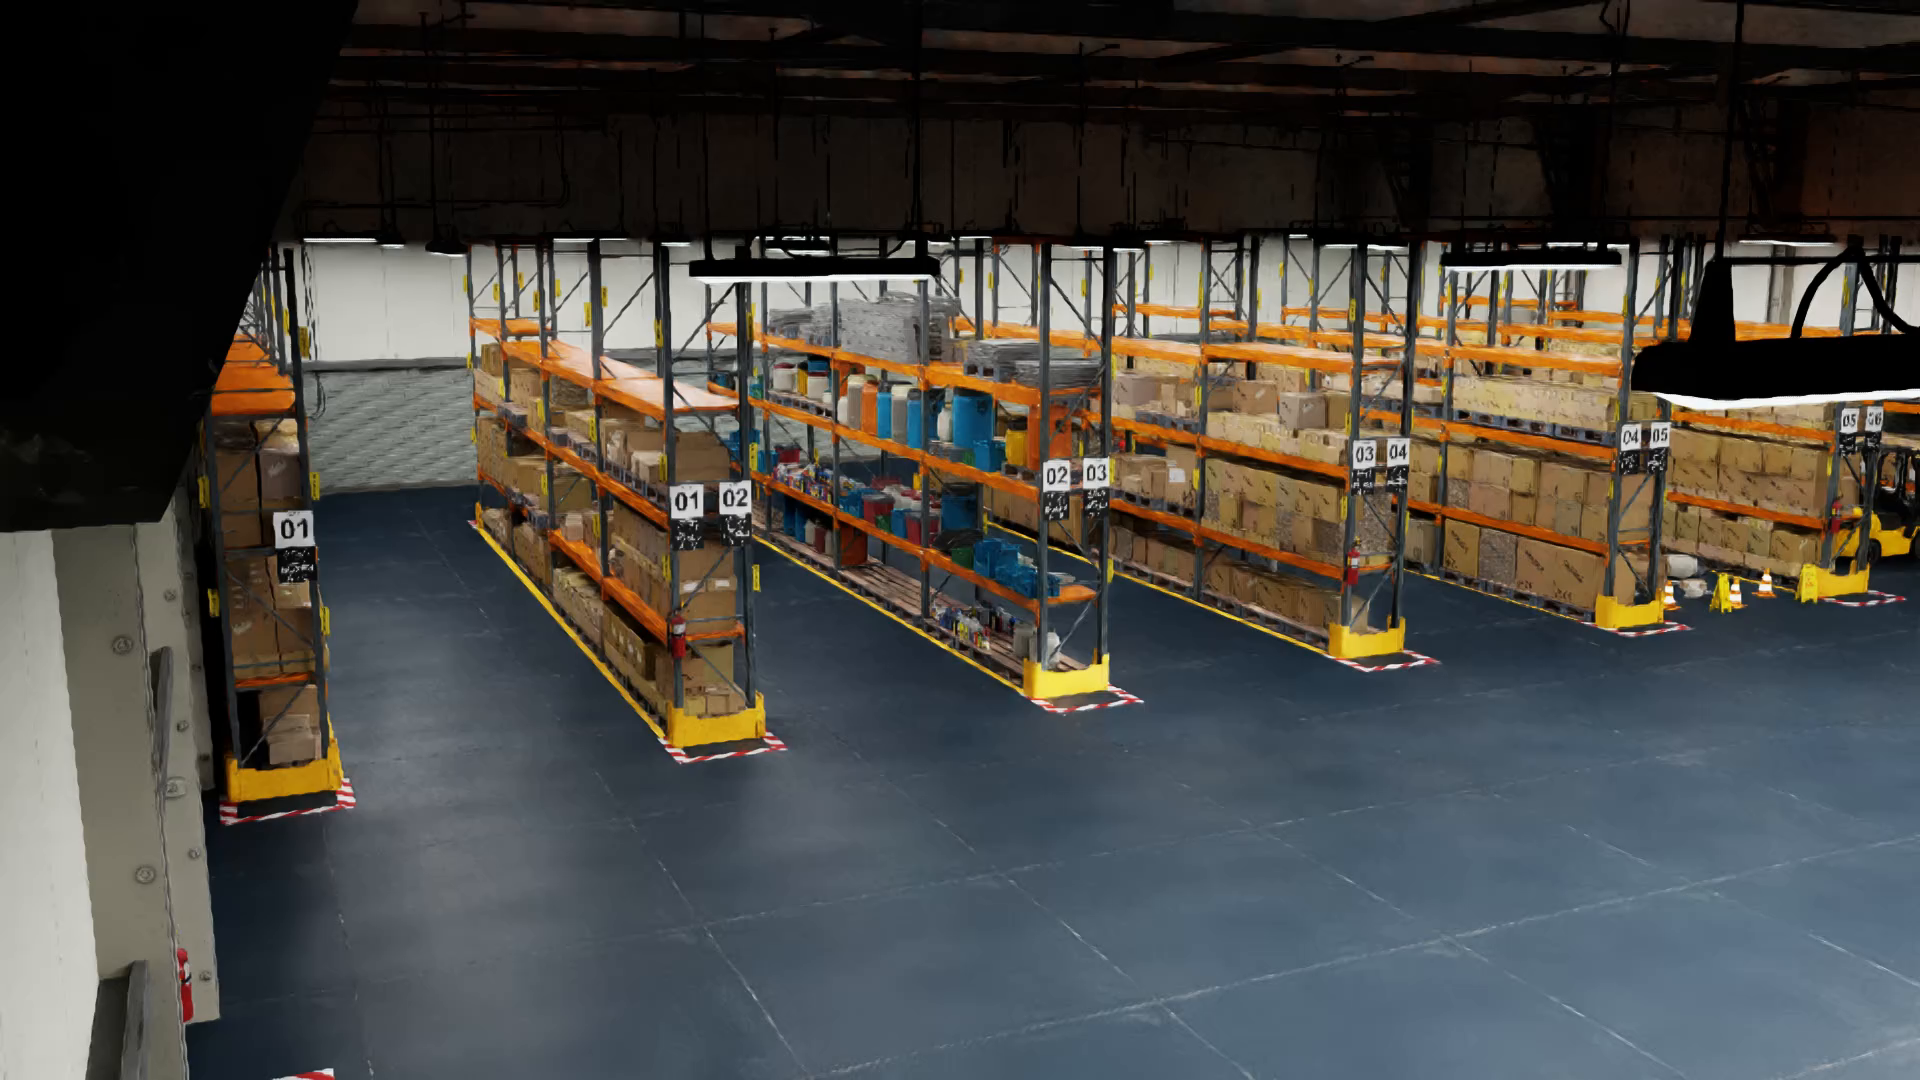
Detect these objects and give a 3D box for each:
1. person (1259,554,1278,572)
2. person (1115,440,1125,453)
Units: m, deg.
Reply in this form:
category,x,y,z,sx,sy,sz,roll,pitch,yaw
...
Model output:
category,x,y,z,sx,sy,sz,roll,pitch,yaw
person,5.455,-0.076,29.062,0.534,1.677,0.420,8,14,37
person,3.365,-1.272,35.156,0.677,1.742,0.551,-5,12,-24
